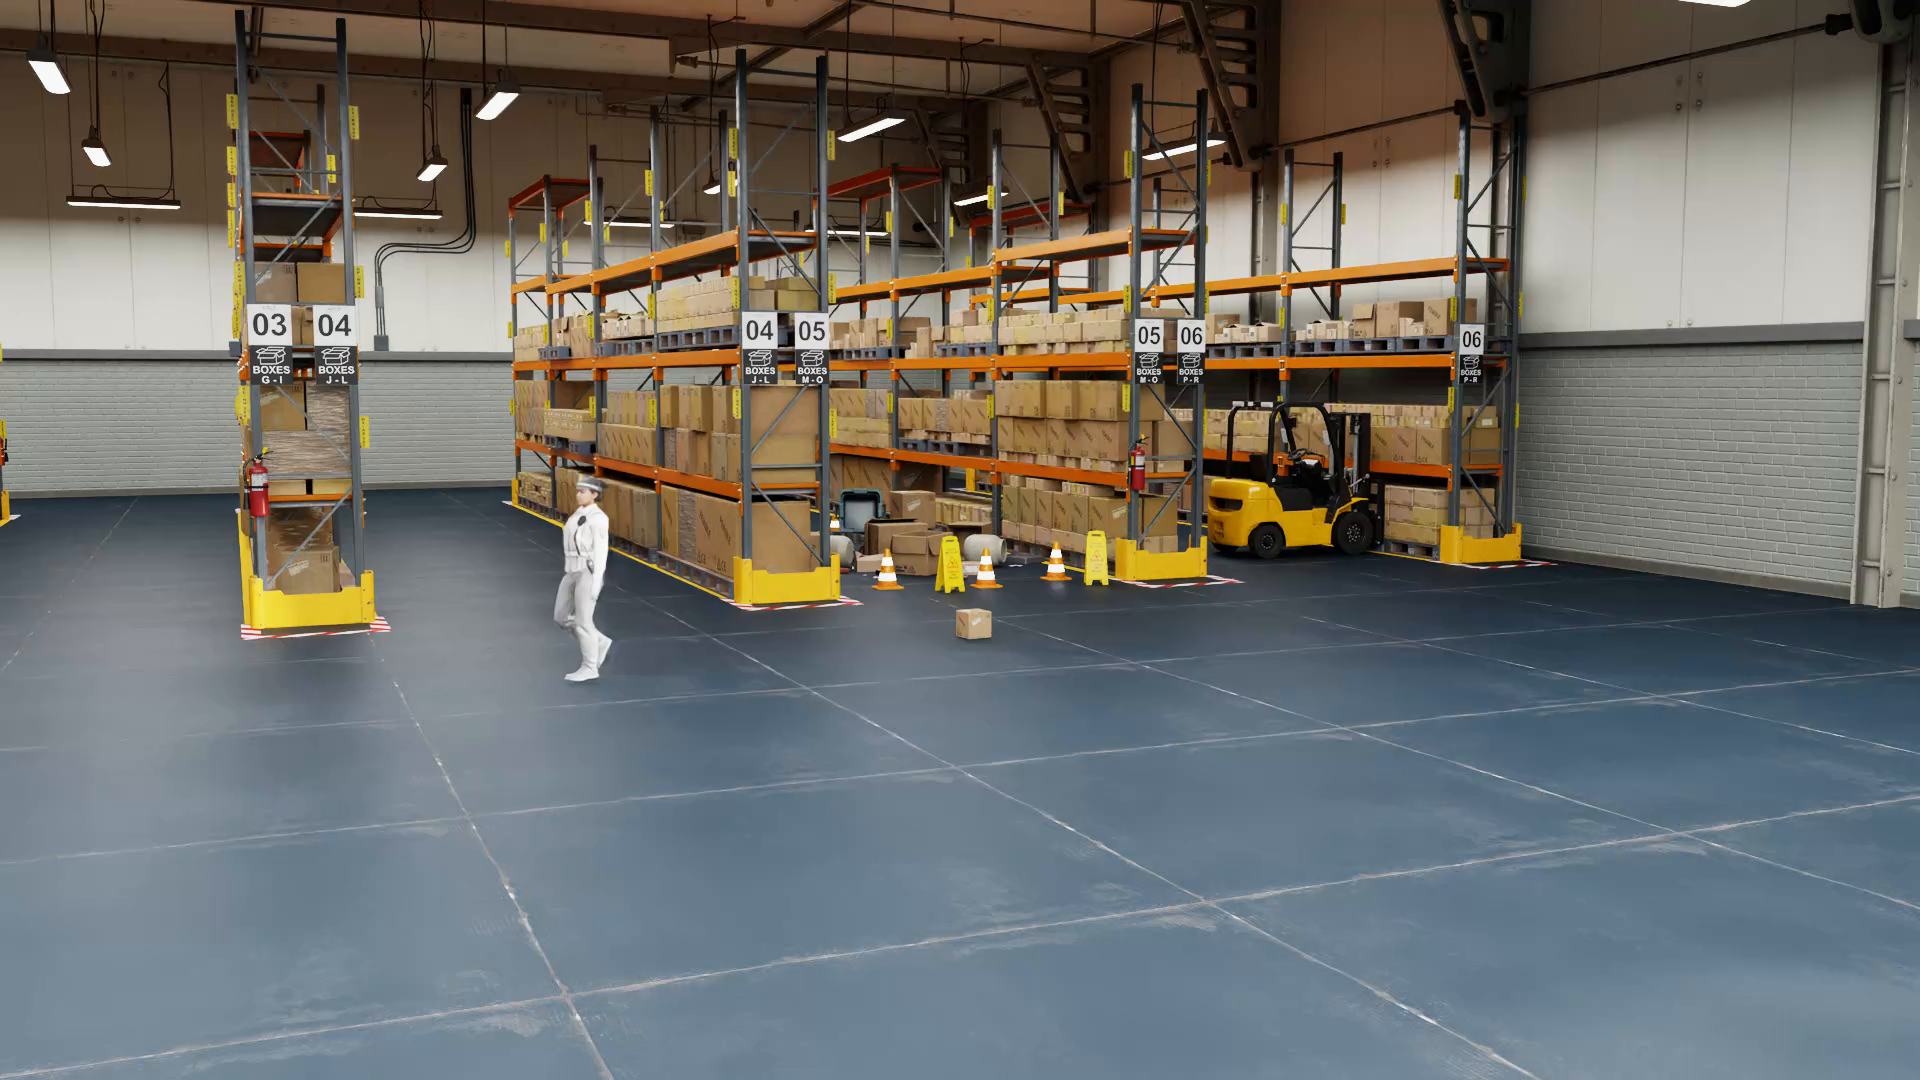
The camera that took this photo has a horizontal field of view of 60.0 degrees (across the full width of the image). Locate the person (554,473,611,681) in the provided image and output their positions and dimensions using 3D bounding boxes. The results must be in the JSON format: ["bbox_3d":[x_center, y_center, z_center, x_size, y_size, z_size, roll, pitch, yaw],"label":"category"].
[{"bbox_3d":[-3.039,0.294,13.577,0.476,1.681,0.492,-4,7,-39],"label":"person"}]
